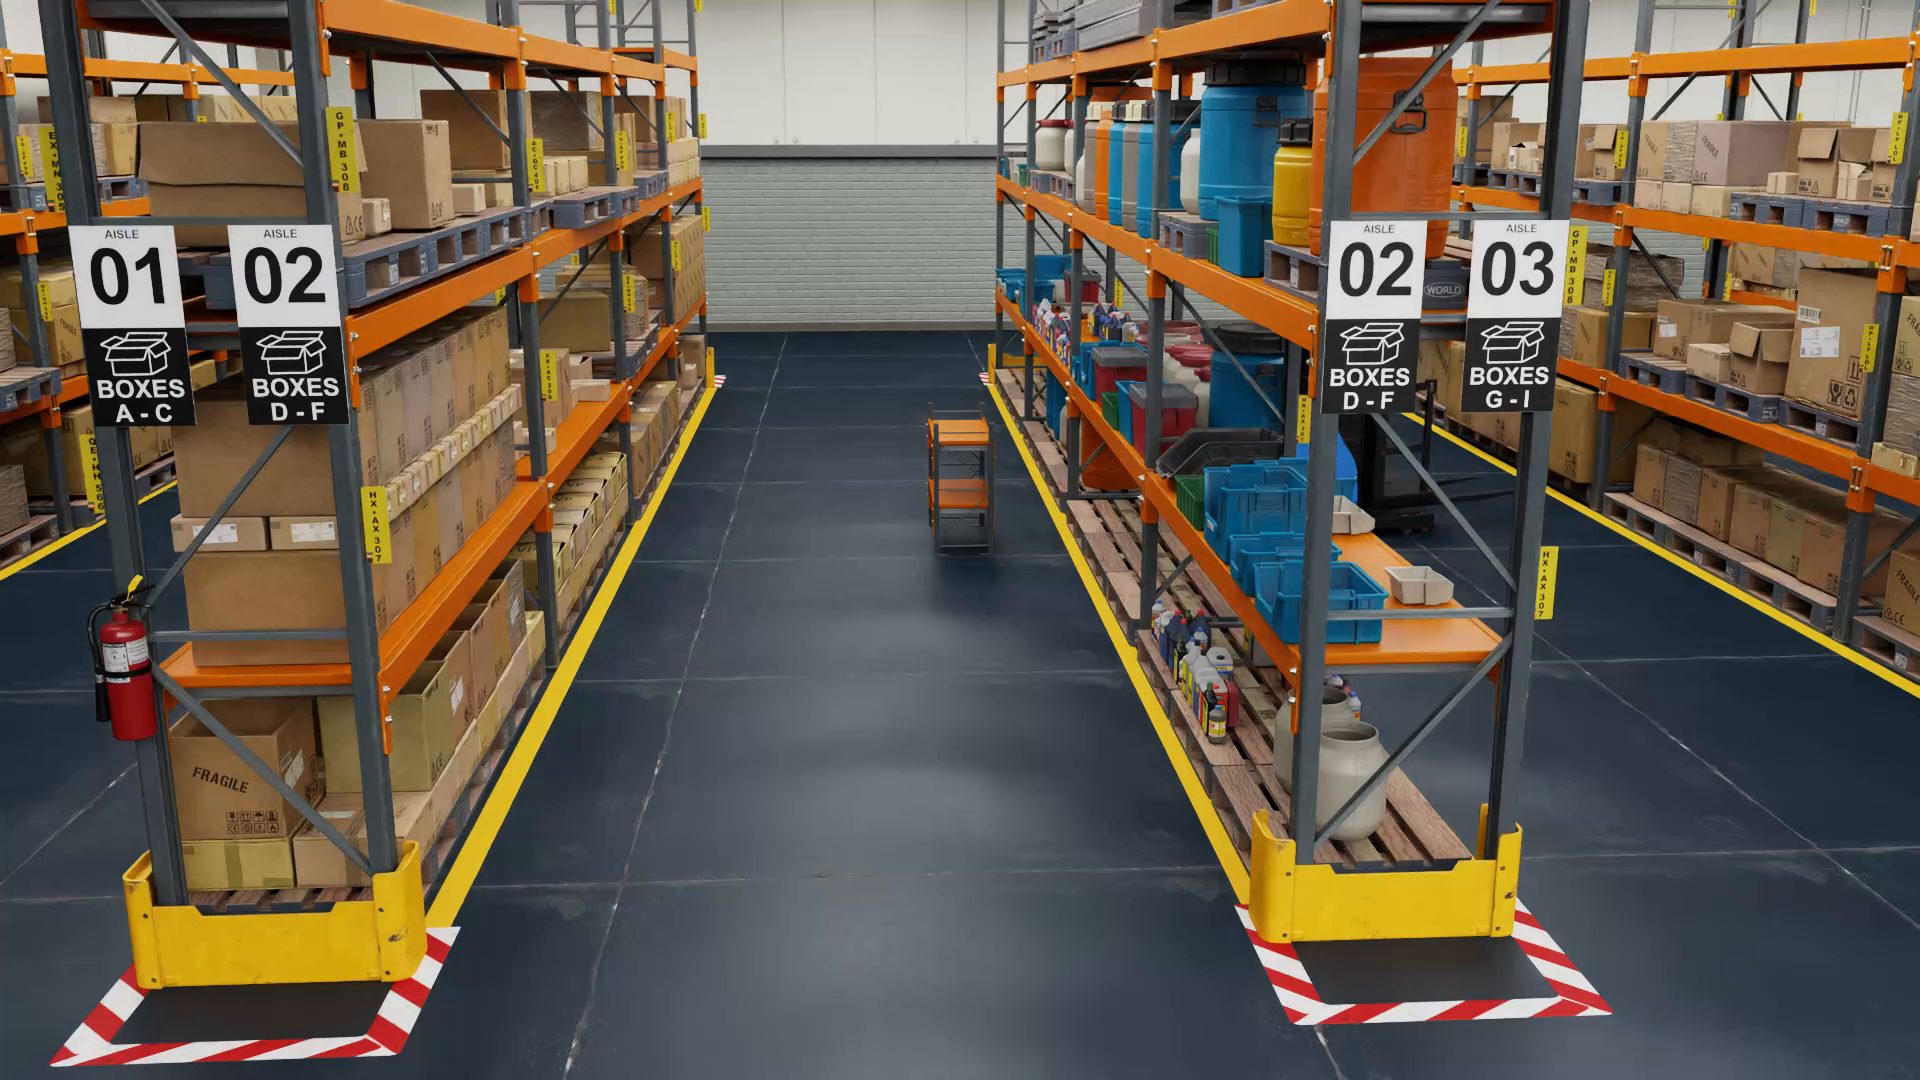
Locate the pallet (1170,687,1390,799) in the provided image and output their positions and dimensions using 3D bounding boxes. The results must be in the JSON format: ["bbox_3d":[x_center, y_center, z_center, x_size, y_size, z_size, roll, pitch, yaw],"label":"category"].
[{"bbox_3d":[1.818,1.156,9.610,1.003,0.211,1.213,-1,14,-3],"label":"pallet"}]

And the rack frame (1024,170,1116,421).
[{"bbox_3d":[1.243,-2.656,18.829,1.000,3.000,0.127,-1,14,-3],"label":"rack frame"}]

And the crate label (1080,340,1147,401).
[{"bbox_3d":[1.283,-1.427,13.982,0.502,0.435,0.616,-1,14,-3],"label":"crate label"}]

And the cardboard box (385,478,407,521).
[{"bbox_3d":[-2.800,-0.187,7.731,0.380,0.149,0.250,-1,14,-3],"label":"cardboard box"}]

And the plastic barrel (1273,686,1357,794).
[{"bbox_3d":[1.839,1.043,8.604,0.421,0.512,0.421,0,14,0],"label":"plastic barrel"}]

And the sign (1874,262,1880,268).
[{"bbox_3d":[10.602,-3.193,19.178,0.100,0.325,0.005,-1,14,-3],"label":"sign"}]

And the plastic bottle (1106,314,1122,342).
[{"bbox_3d":[1.552,-2.099,16.762,0.144,0.351,0.185,-1,14,-3],"label":"plastic bottle"}]

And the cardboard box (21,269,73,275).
[{"bbox_3d":[-8.202,-2.324,15.197,0.500,0.250,0.500,-1,14,-4],"label":"cardboard box"}]

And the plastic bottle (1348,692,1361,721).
[{"bbox_3d":[2.186,0.981,9.286,0.097,0.271,0.097,0,14,0],"label":"plastic bottle"}]

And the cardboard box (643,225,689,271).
[{"bbox_3d":[-3.513,-3.491,19.866,0.500,0.500,0.500,-1,14,-5],"label":"cardboard box"}]

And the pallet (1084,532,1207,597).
[{"bbox_3d":[1.573,0.185,13.383,1.003,0.211,1.213,-1,14,-3],"label":"pallet"}]

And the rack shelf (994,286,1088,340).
[{"bbox_3d":[1.120,-2.805,20.852,1.077,0.370,4.000,-1,14,-3],"label":"rack shelf"}]

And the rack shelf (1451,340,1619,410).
[{"bbox_3d":[6.311,-1.887,17.283,1.077,0.370,4.000,-1,14,-3],"label":"rack shelf"}]

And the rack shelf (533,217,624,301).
[{"bbox_3d":[-3.329,-2.192,12.452,1.077,0.370,4.000,-1,14,-3],"label":"rack shelf"}]

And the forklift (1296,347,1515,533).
[{"bbox_3d":[3.682,-1.596,14.846,3.031,2.935,1.130,-6,16,-22],"label":"forklift"}]

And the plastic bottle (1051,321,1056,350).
[{"bbox_3d":[0.950,-2.062,16.755,0.061,0.283,0.133,-1,14,-3],"label":"plastic bottle"}]

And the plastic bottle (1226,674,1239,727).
[{"bbox_3d":[1.554,0.916,9.515,0.061,0.283,0.133,-1,14,-3],"label":"plastic bottle"}]

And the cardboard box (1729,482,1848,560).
[{"bbox_3d":[6.620,-0.156,13.248,0.700,0.500,0.500,-2,15,-8],"label":"cardboard box"}]

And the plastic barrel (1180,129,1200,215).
[{"bbox_3d":[1.570,-2.266,10.228,0.421,0.512,0.421,0,14,0],"label":"plastic barrel"}]

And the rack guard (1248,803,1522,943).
[{"bbox_3d":[1.935,1.521,7.612,1.175,0.500,0.348,-1,14,-3],"label":"rack guard"}]

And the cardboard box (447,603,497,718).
[{"bbox_3d":[-2.859,0.659,9.115,0.500,0.500,0.500,-1,14,-3],"label":"cardboard box"}]

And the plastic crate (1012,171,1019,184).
[{"bbox_3d":[0.785,-4.291,19.695,0.293,0.136,0.466,-1,14,-3],"label":"plastic crate"}]

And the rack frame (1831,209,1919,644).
[{"bbox_3d":[6.683,-0.743,11.393,1.000,3.000,0.127,-1,14,-3],"label":"rack frame"}]

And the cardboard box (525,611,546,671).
[{"bbox_3d":[-2.958,0.649,10.658,0.500,0.250,0.500,-1,14,-3],"label":"cardboard box"}]

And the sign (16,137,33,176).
[{"bbox_3d":[-7.855,-3.219,13.961,0.100,0.325,0.005,-1,14,-3],"label":"sign"}]

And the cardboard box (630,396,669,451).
[{"bbox_3d":[-3.331,-1.217,17.369,0.500,0.500,0.500,-1,14,-3],"label":"cardboard box"}]

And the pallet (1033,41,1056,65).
[{"bbox_3d":[1.325,-5.071,17.357,1.003,0.211,1.213,-1,14,-3],"label":"pallet"}]

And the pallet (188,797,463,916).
[{"bbox_3d":[-3.046,1.565,8.020,1.003,0.211,1.213,-1,14,-3],"label":"pallet"}]

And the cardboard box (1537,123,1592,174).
[{"bbox_3d":[6.287,-3.951,16.794,0.797,0.503,0.637,-1,14,-4],"label":"cardboard box"}]

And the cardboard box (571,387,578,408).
[{"bbox_3d":[-3.318,-1.148,13.471,0.380,0.149,0.250,0,14,1],"label":"cardboard box"}]

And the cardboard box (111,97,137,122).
[{"bbox_3d":[-8.721,-4.359,16.842,0.500,0.250,0.500,0,14,1],"label":"cardboard box"}]

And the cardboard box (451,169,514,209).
[{"bbox_3d":[-3.234,-2.328,10.991,0.500,0.250,0.500,1,14,2],"label":"cardboard box"}]

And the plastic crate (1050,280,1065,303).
[{"bbox_3d":[1.333,-3.010,20.323,0.437,0.282,0.530,-1,14,-3],"label":"plastic crate"}]

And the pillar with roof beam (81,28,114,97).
[{"bbox_3d":[-5.255,-5.636,18.370,9.100,9.000,0.400,-1,14,-3],"label":"pillar with roof beam"}]

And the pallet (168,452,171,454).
[{"bbox_3d":[-8.522,-0.962,17.841,1.003,0.211,1.213,-1,14,-3],"label":"pallet"}]

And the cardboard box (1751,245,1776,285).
[{"bbox_3d":[10.724,-3.600,21.702,0.500,0.500,0.500,-1,14,-3],"label":"cardboard box"}]

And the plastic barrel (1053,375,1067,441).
[{"bbox_3d":[1.304,-1.531,17.827,0.600,0.901,0.708,-1,14,-3],"label":"plastic barrel"}]

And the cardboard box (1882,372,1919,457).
[{"bbox_3d":[6.649,-0.822,10.905,0.875,0.500,0.500,-1,14,-3],"label":"cardboard box"}]

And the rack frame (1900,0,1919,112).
[{"bbox_3d":[11.144,-5.689,18.579,1.000,3.000,0.127,-1,14,-3],"label":"rack frame"}]

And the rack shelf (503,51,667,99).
[{"bbox_3d":[-3.577,-4.446,15.994,1.077,0.370,4.000,-1,14,-3],"label":"rack shelf"}]

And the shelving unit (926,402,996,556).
[{"bbox_3d":[0.000,-0.546,14.393,0.538,1.125,1.048,-1,14,-3],"label":"shelving unit"}]

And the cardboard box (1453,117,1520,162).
[{"bbox_3d":[6.078,-4.679,19.428,0.700,0.500,0.500,-2,15,-7],"label":"cardboard box"}]

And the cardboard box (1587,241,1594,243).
[{"bbox_3d":[6.266,-2.937,17.708,0.797,0.503,0.637,-1,14,-3],"label":"cardboard box"}]

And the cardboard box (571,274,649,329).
[{"bbox_3d":[-3.530,-2.394,16.767,0.700,0.500,0.500,-5,15,-18],"label":"cardboard box"}]

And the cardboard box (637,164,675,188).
[{"bbox_3d":[-3.484,-4.085,18.665,0.500,0.250,0.500,-1,14,-3],"label":"cardboard box"}]

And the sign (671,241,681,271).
[{"bbox_3d":[-3.147,-3.151,18.428,0.100,0.325,0.005,-1,14,-3],"label":"sign"}]

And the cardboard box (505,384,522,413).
[{"bbox_3d":[-2.974,-0.889,10.459,0.380,0.149,0.250,-1,14,-3],"label":"cardboard box"}]

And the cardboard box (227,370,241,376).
[{"bbox_3d":[-8.589,-1.683,19.223,0.700,0.500,0.500,-1,14,-3],"label":"cardboard box"}]

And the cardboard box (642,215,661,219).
[{"bbox_3d":[-4.184,-3.993,21.820,0.500,0.500,0.500,0,14,-2],"label":"cardboard box"}]

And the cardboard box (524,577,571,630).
[{"bbox_3d":[-2.983,0.433,11.498,0.500,0.250,0.500,-1,14,-5],"label":"cardboard box"}]

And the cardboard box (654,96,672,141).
[{"bbox_3d":[-3.658,-4.813,18.984,0.700,0.500,0.500,-1,14,-3],"label":"cardboard box"}]

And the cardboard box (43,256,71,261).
[{"bbox_3d":[-8.801,-2.695,16.639,0.500,0.250,0.500,-1,14,-5],"label":"cardboard box"}]

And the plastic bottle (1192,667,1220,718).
[{"bbox_3d":[1.439,0.887,9.643,0.152,0.276,0.135,-1,14,-5],"label":"plastic bottle"}]

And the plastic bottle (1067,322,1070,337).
[{"bbox_3d":[1.102,-2.031,16.635,0.061,0.283,0.133,-1,14,-3],"label":"plastic bottle"}]

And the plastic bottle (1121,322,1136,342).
[{"bbox_3d":[1.701,-2.059,16.756,0.152,0.276,0.135,-1,14,-3],"label":"plastic bottle"}]

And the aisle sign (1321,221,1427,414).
[{"bbox_3d":[1.695,-0.908,6.819,0.394,0.787,0.004,-1,14,-3],"label":"aisle sign"}]

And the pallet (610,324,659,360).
[{"bbox_3d":[-3.578,-1.976,16.572,1.003,0.211,1.213,-1,14,-3],"label":"pallet"}]

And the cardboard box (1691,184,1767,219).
[{"bbox_3d":[6.283,-2.741,13.443,0.500,0.250,0.500,-1,14,-2],"label":"cardboard box"}]
